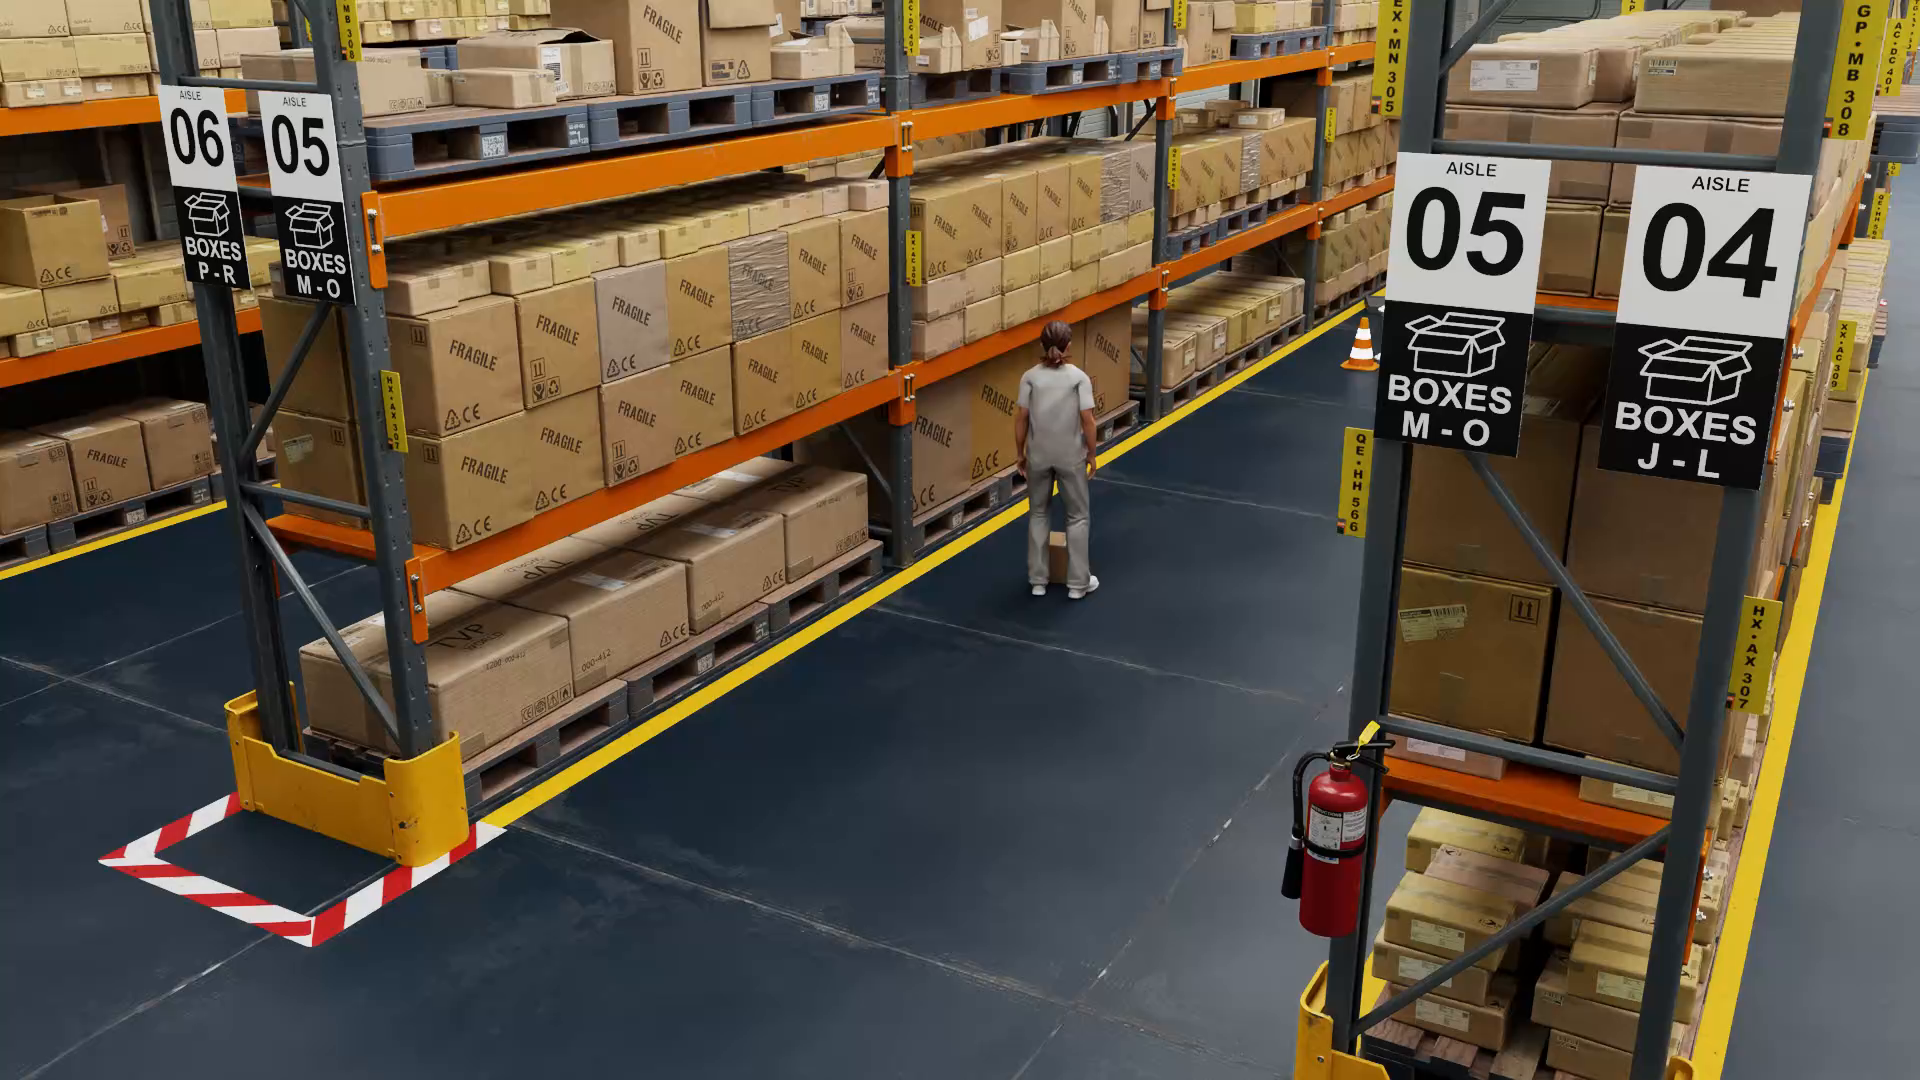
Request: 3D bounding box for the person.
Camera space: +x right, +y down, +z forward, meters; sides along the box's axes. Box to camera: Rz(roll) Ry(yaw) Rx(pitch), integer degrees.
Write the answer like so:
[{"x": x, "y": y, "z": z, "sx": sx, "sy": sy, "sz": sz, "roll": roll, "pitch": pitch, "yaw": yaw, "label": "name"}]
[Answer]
[{"x": 0.581, "y": -0.476, "z": 9.919, "sx": 0.508, "sy": 1.671, "sz": 0.362, "roll": 4, "pitch": 20, "yaw": 12, "label": "person"}]
